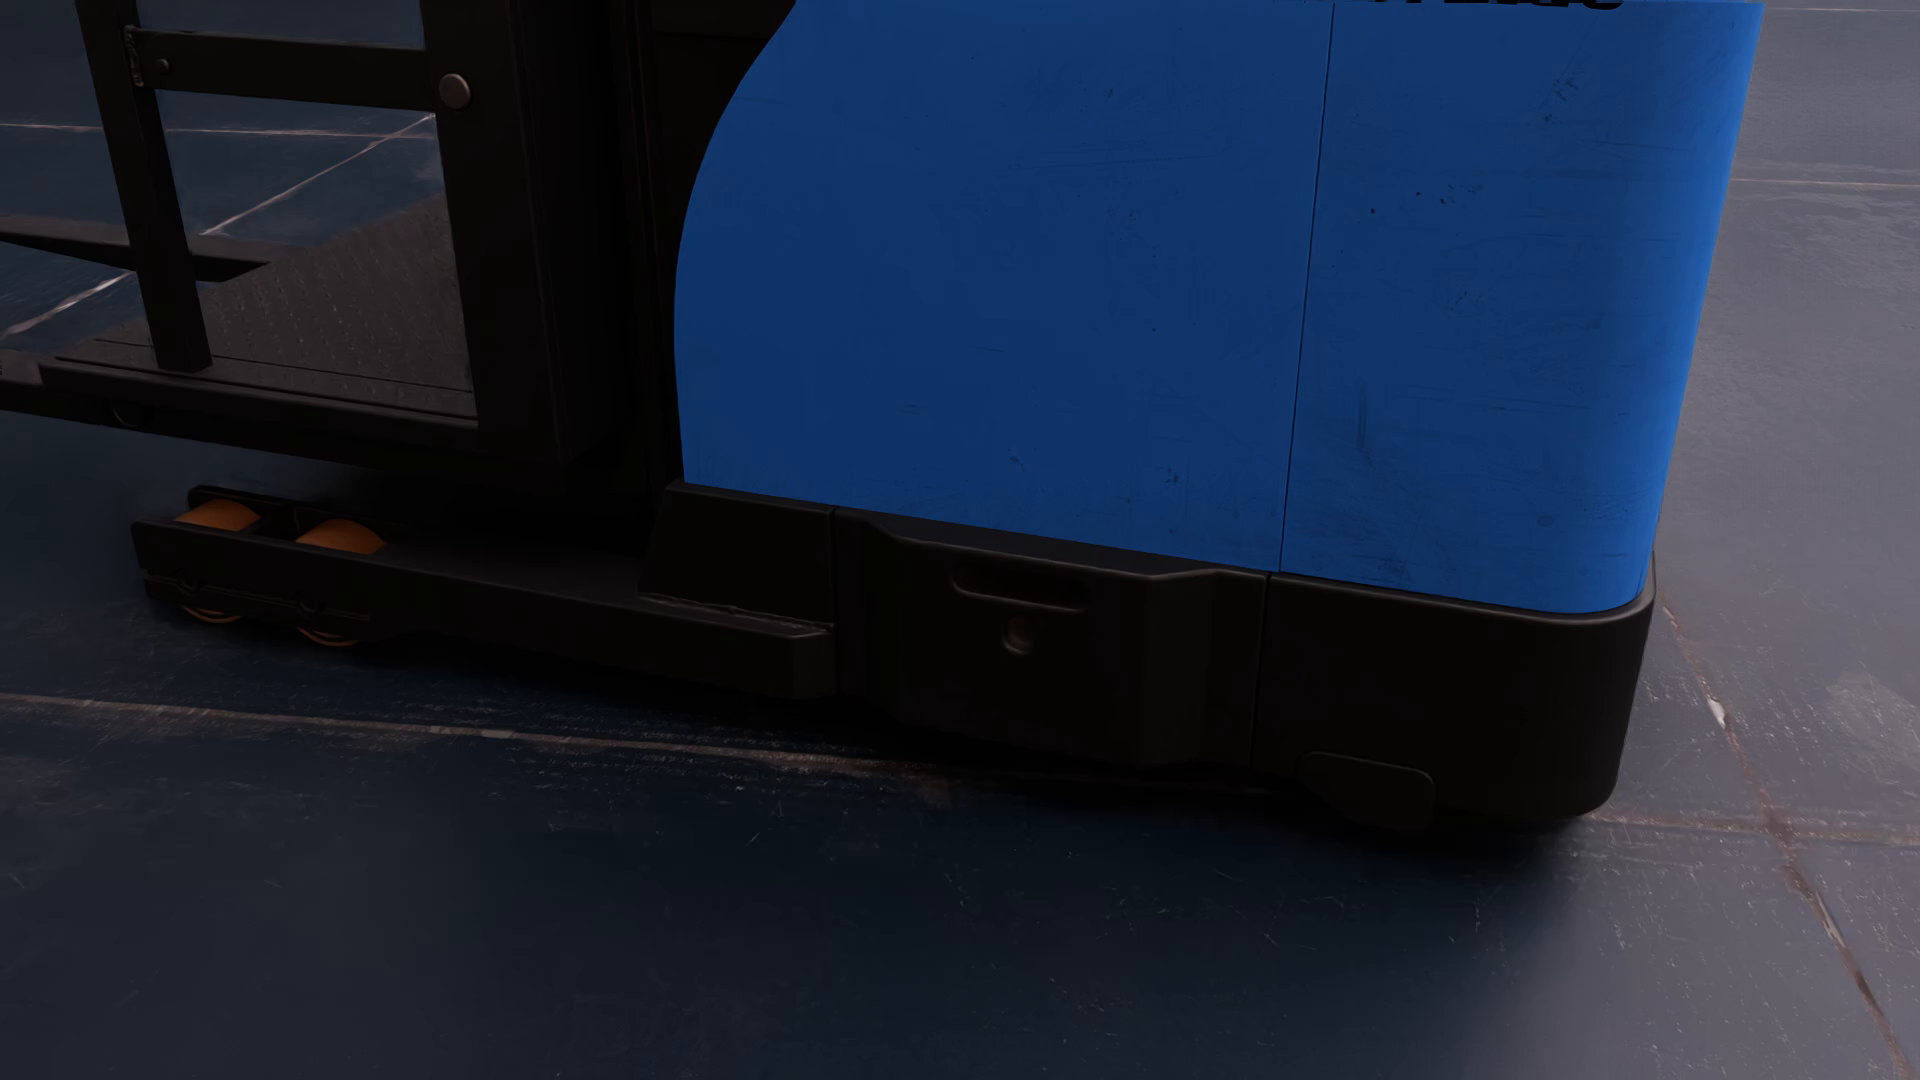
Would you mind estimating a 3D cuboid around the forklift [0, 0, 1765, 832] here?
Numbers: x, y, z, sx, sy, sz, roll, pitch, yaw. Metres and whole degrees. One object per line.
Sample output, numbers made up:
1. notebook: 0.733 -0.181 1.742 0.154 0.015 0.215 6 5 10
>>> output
1. forklift: -0.582 -1.381 1.985 3.031 2.935 1.130 9 28 17
